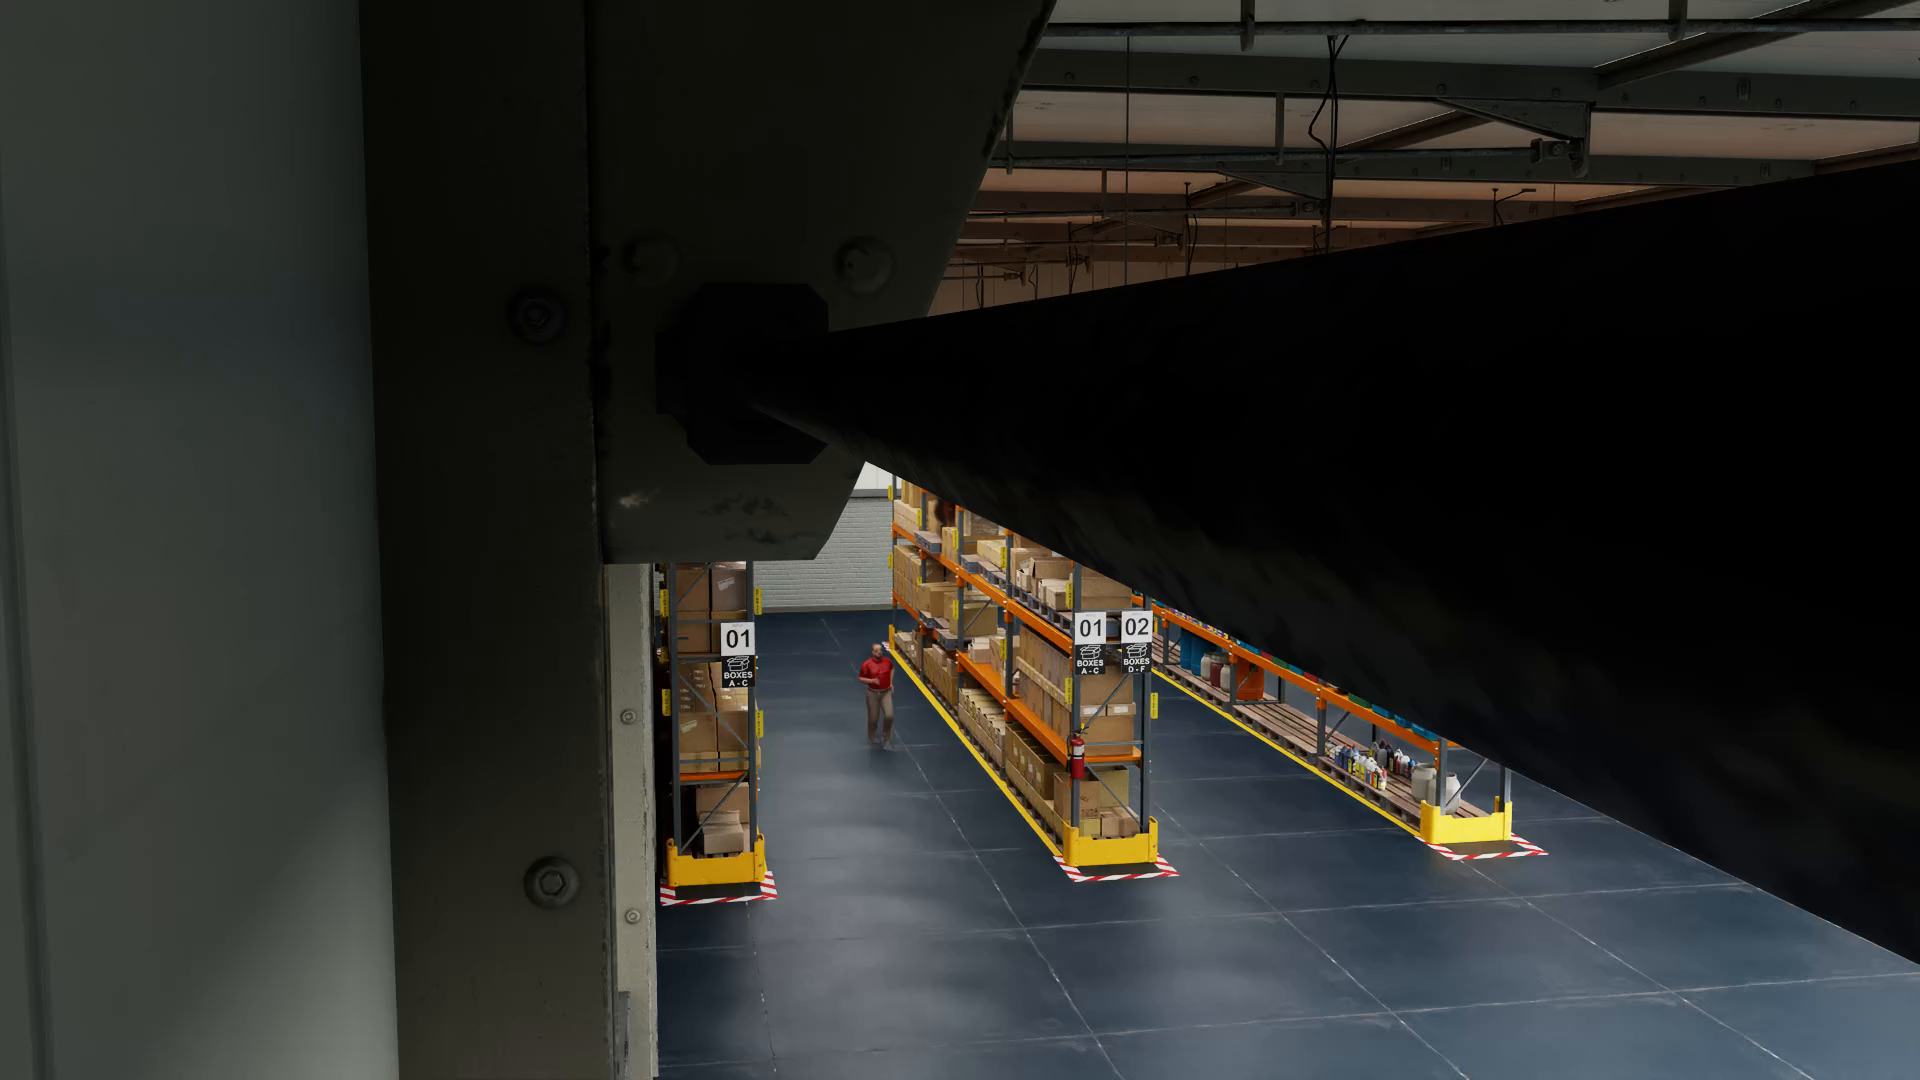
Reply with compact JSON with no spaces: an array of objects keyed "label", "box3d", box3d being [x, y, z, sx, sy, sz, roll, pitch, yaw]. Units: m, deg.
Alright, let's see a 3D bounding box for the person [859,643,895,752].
[{"label":"person","box3d":[-1.321,2.563,27.011,0.638,1.785,0.765,-2,6,-17]}]
